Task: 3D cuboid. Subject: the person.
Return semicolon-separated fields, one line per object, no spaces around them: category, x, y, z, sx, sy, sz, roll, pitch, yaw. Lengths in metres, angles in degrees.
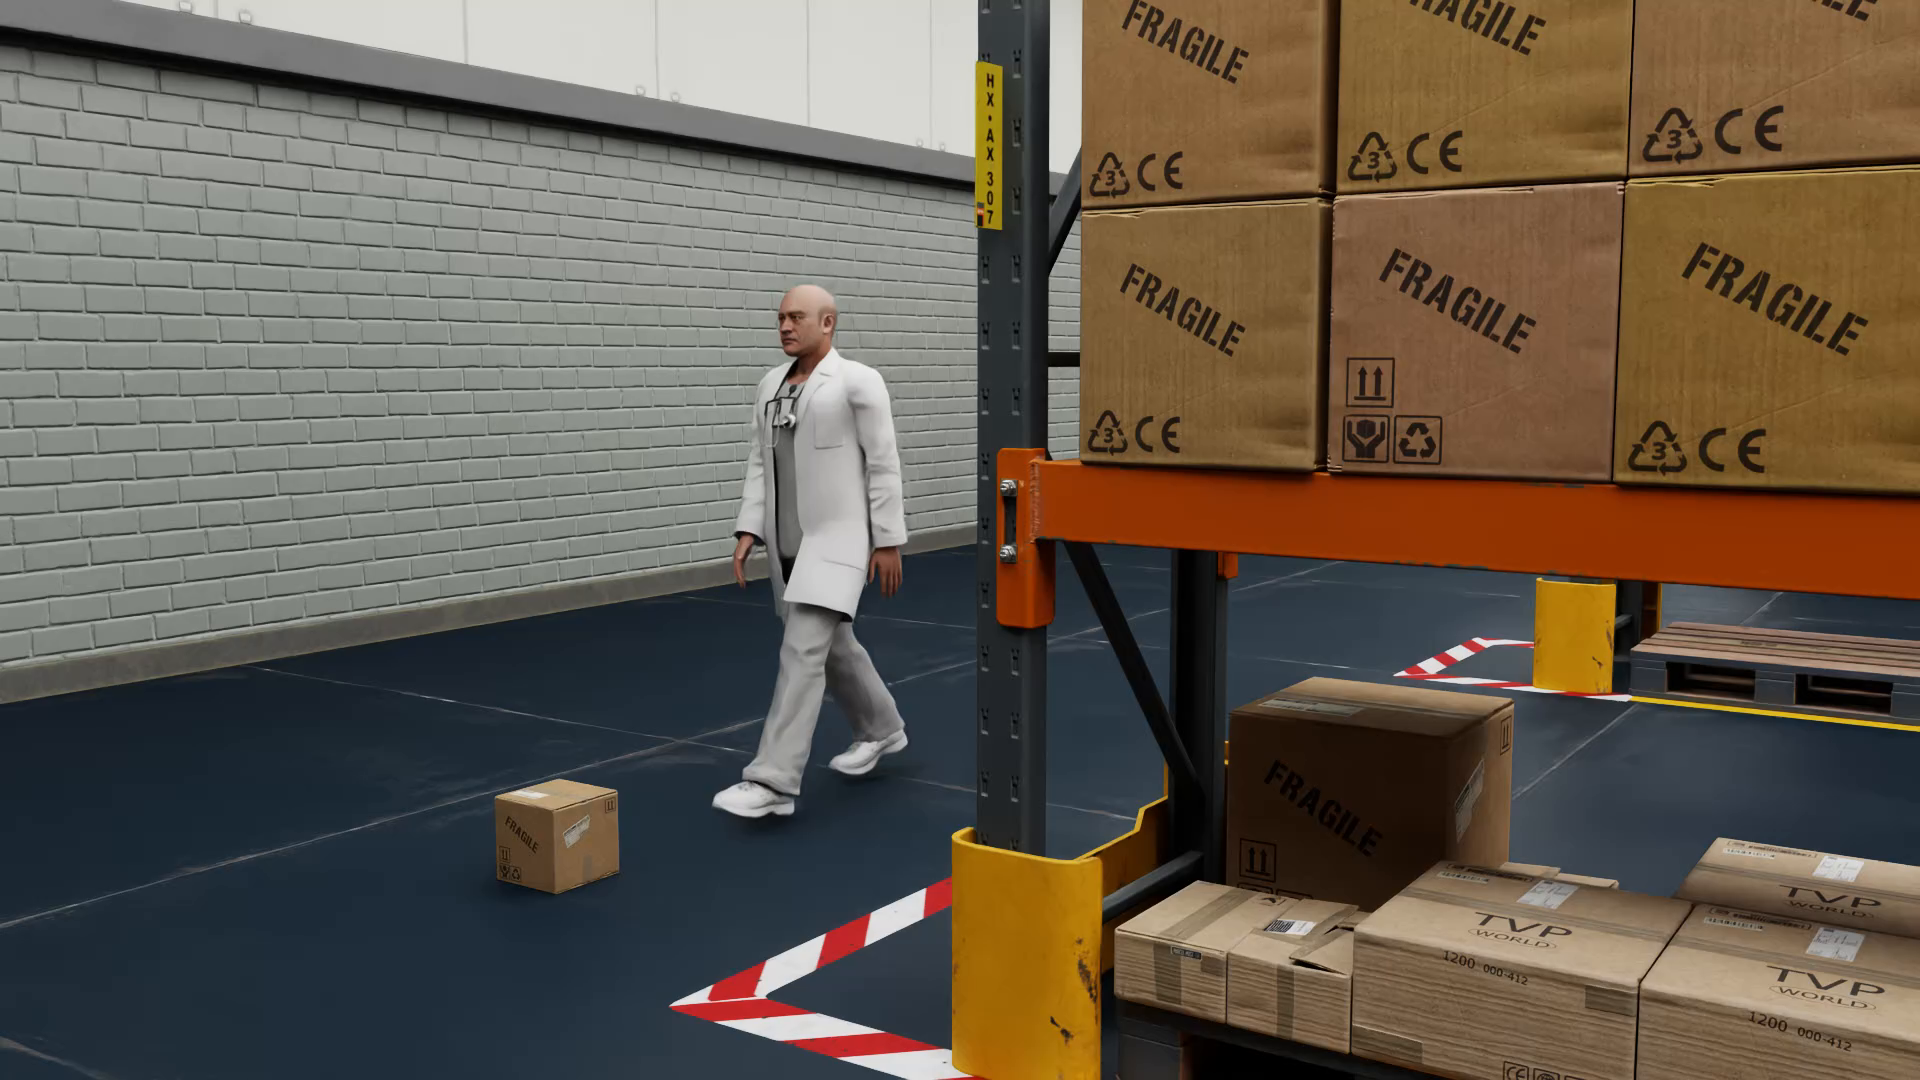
person;-0.526;0.020;5.594;0.593;1.739;1.070;5;8;41
